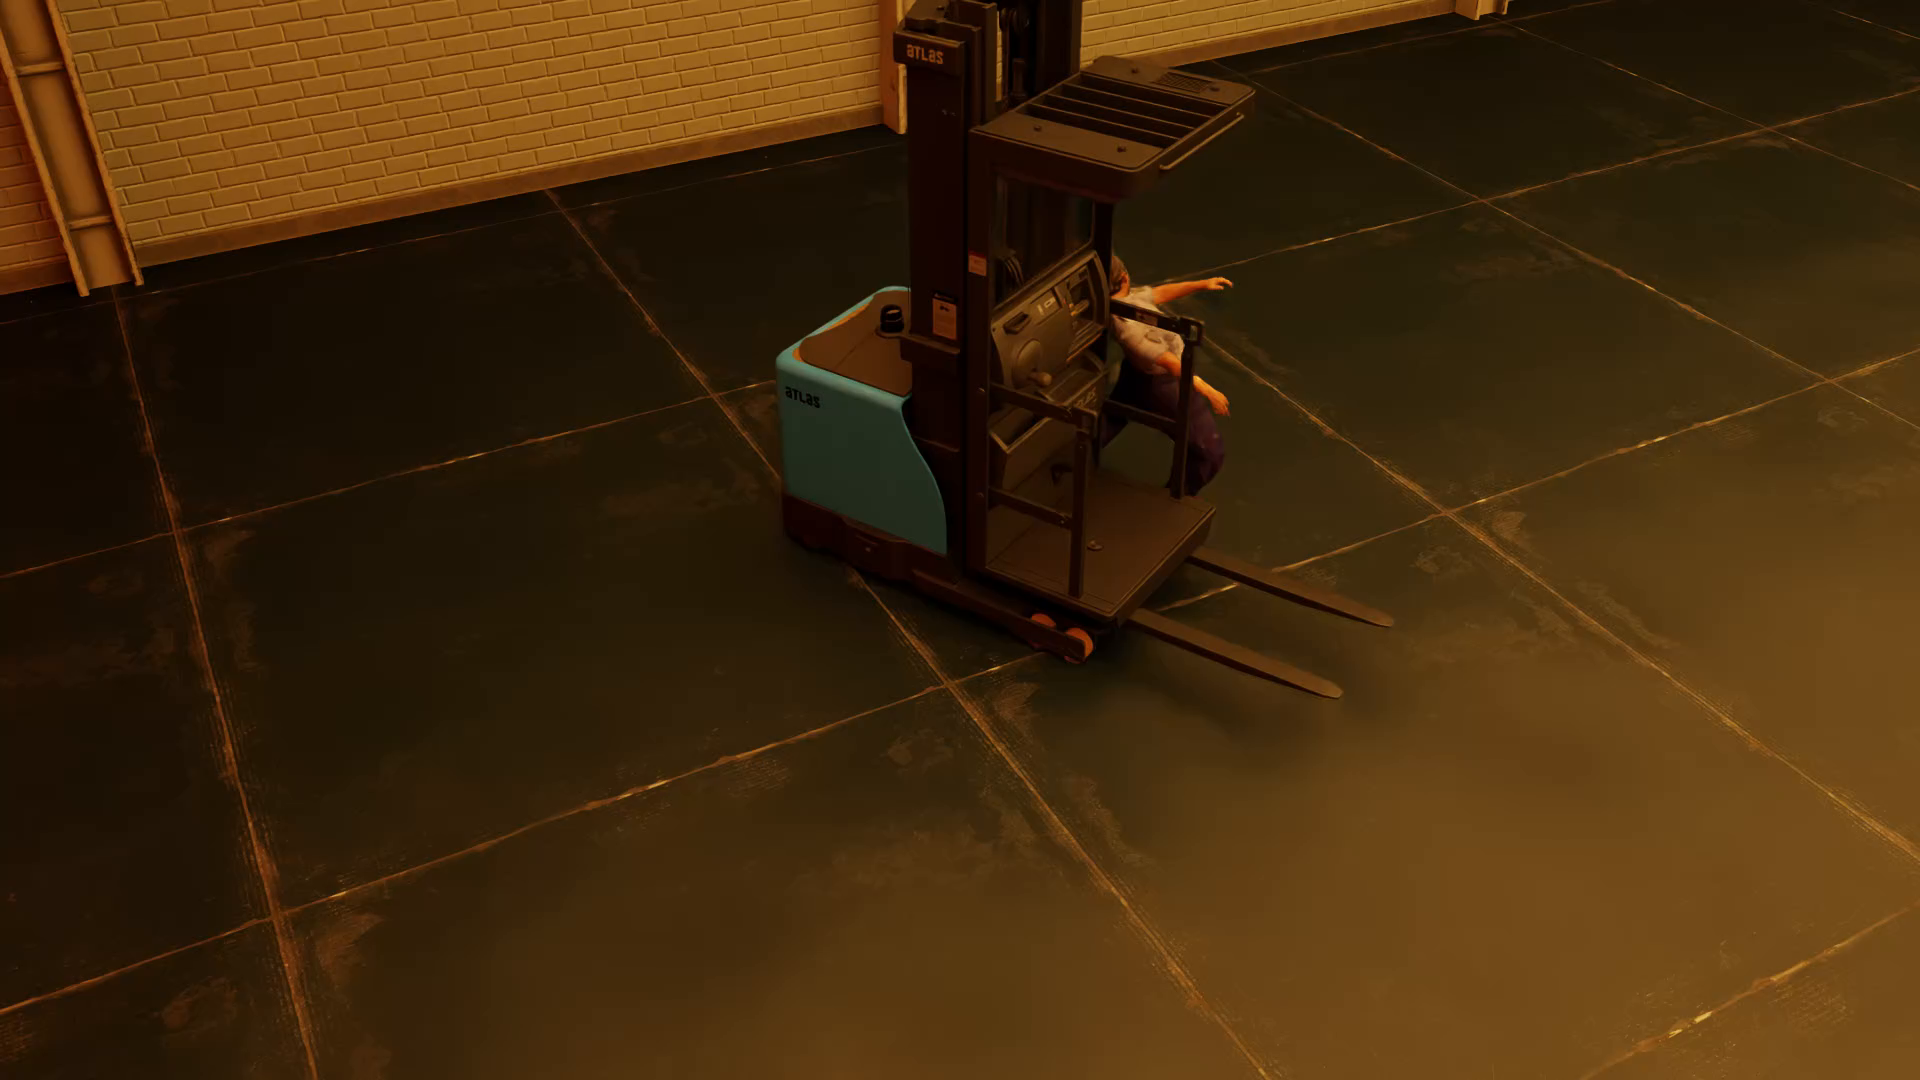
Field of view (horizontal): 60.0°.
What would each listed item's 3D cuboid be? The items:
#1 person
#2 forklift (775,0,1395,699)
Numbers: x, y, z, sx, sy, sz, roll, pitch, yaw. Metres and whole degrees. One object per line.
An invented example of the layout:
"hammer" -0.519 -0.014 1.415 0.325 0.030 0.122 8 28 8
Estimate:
"person" 1.005 -0.737 8.415 0.787 1.433 0.898 -20 40 -25
"forklift" 0.589 -0.967 7.492 3.031 2.935 1.130 21 40 27
